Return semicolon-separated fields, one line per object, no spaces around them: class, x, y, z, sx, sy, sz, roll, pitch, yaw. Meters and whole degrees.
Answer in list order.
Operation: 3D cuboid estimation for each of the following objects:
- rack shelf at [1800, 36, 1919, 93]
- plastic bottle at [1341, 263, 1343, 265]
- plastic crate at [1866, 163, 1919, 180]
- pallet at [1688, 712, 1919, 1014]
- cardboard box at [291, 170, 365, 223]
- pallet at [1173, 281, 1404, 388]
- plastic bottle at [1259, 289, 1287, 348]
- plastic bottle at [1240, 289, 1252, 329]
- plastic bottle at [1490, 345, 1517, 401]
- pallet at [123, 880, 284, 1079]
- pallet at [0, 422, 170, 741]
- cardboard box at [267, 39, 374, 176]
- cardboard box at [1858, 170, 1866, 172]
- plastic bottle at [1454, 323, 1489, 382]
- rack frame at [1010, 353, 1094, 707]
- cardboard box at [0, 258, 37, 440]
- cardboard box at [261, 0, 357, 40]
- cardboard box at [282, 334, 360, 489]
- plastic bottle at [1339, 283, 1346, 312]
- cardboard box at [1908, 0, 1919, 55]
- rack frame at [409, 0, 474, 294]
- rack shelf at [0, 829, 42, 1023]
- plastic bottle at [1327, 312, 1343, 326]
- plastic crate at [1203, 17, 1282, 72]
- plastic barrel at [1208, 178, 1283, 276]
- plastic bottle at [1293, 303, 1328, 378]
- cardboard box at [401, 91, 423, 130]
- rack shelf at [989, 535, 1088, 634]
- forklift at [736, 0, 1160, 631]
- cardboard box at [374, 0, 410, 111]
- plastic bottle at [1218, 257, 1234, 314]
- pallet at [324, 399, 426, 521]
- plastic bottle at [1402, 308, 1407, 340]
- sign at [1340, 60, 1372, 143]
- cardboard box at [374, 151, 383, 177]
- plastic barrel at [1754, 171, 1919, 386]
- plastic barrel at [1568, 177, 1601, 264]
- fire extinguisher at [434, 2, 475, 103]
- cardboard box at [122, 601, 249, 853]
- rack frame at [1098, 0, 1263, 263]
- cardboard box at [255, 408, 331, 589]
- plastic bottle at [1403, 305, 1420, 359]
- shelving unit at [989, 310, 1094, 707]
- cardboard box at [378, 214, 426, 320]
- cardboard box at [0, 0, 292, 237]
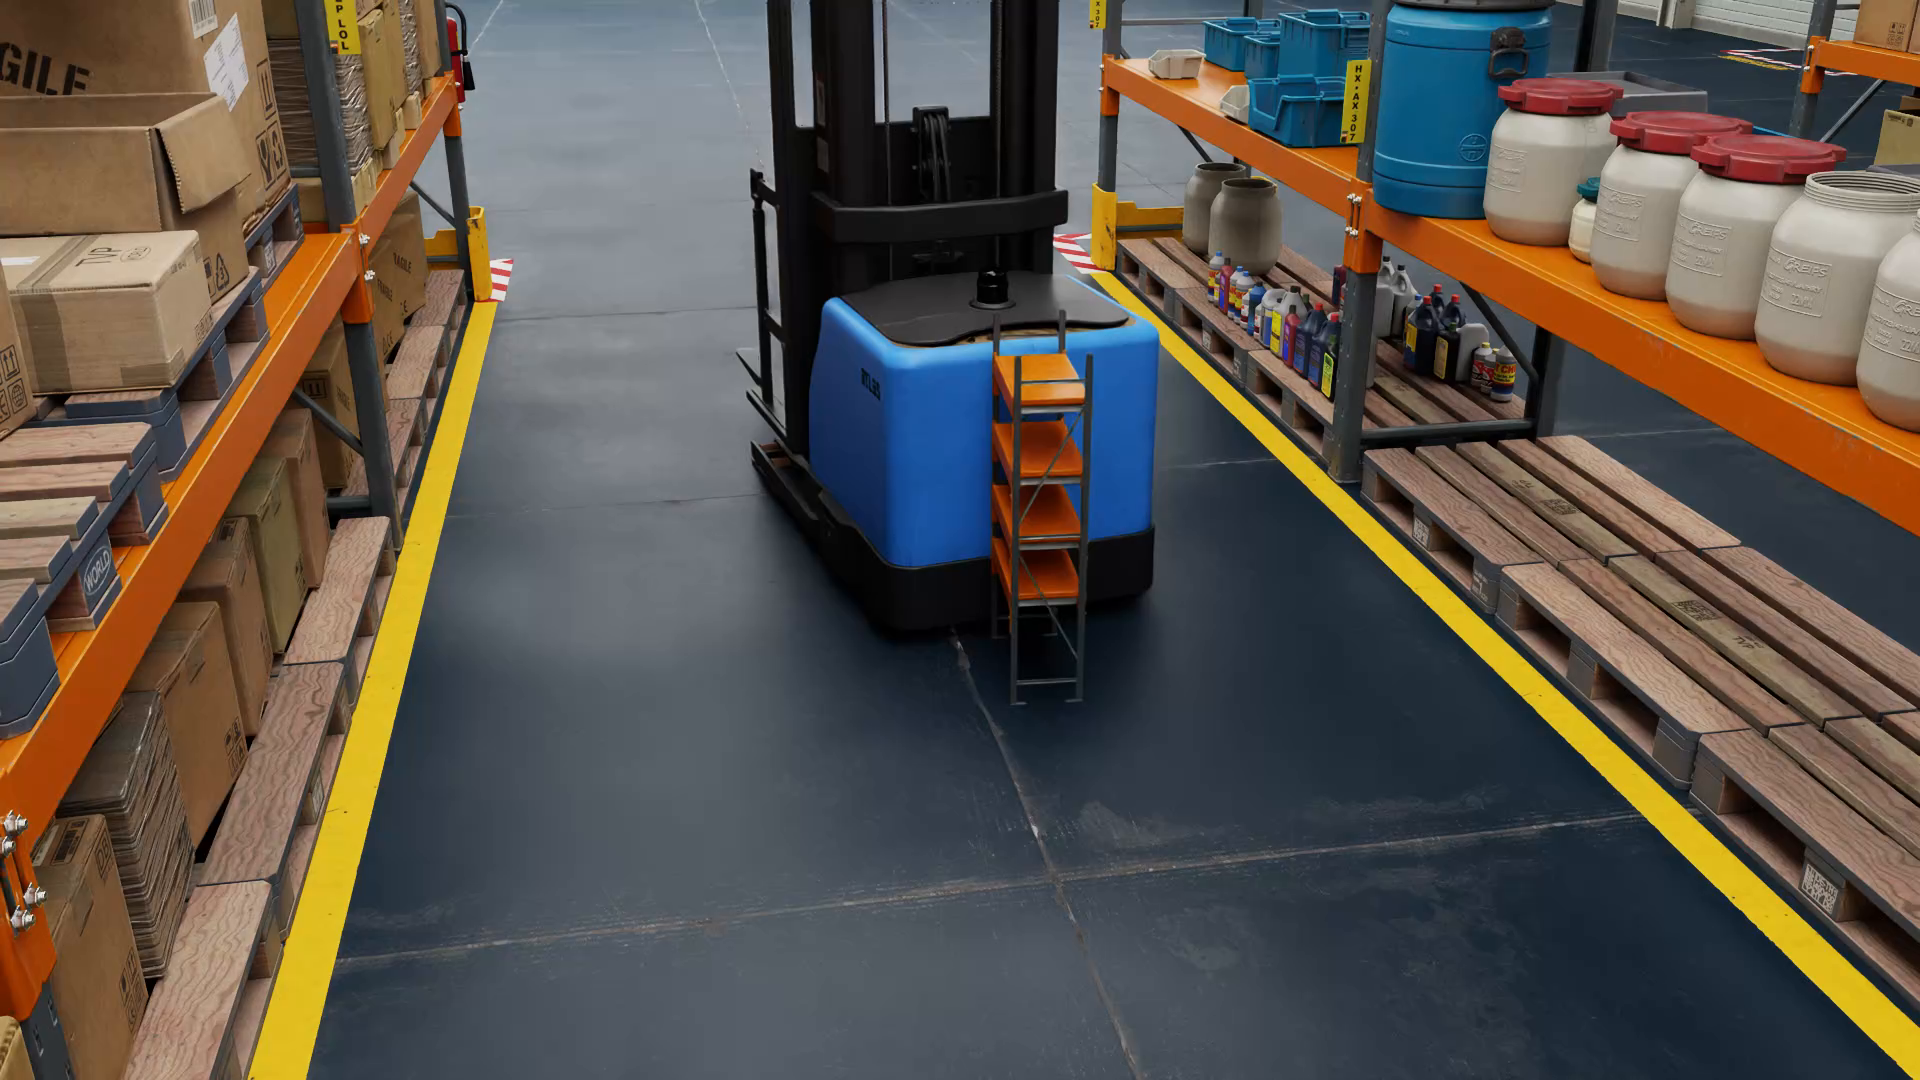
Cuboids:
rack shelf;6.636;-2.496;9.616;1.077;0.370;4.000;-4;24;-10
plastic bottle;2.168;-1.477;9.330;0.097;0.201;0.097;0;24;0
plastic crate;2.879;-0.788;4.727;0.402;0.464;0.583;-4;24;-10
pallet;2.772;0.870;4.495;1.003;0.211;1.213;-4;24;-10
cardboard box;-2.475;-1.299;6.291;0.380;0.149;0.250;-4;24;-10
pallet;1.825;-1.144;9.106;1.003;0.211;1.213;-4;24;-10
plastic bottle;1.613;-1.126;8.434;0.152;0.276;0.135;-4;24;-9
plastic bottle;1.527;-1.217;8.736;0.097;0.201;0.097;0;24;0
plastic bottle;2.509;-0.783;7.654;0.097;0.271;0.097;0;24;0
pallet;-2.134;1.236;3.655;1.003;0.211;1.213;-4;24;-10
pallet;-2.227;0.081;3.055;1.213;0.211;1.003;-4;24;-10
cardboard box;-2.753;-1.671;6.332;0.875;0.500;0.500;-4;24;-10
cardboard box;6.146;-2.317;11.219;0.500;0.250;0.500;-4;24;-10
plastic bottle;2.422;-0.910;7.940;0.152;0.276;0.135;-3;24;-8
rack frame;0.285;-0.008;5.270;0.240;1.200;0.015;-3;24;-6
cardboard box;-2.332;-0.394;3.255;0.700;0.500;0.500;-1;24;-2
cardboard box;-2.564;-2.144;6.164;0.500;0.500;0.500;-4;24;-10
cardboard box;-2.765;-0.515;6.779;0.500;0.500;0.500;-5;24;-11
plastic bottle;2.094;-1.304;8.935;0.097;0.201;0.097;0;24;0
cardboard box;6.442;-3.267;10.359;0.700;0.500;0.500;-4;24;-8
rack frame;-3.470;-2.881;9.598;1.000;3.000;0.127;-4;24;-10
rack shelf;-1.621;1.382;0.736;1.077;0.370;4.000;-4;24;-10
plastic bottle;1.840;-0.956;8.044;0.152;0.276;0.135;-4;24;-10
plastic crate;1.784;-3.004;10.067;0.499;0.251;0.616;-4;24;-10
plastic barrel;1.687;-1.849;9.820;0.421;0.512;0.421;0;24;0
plastic bottle;1.699;-0.969;7.981;0.144;0.351;0.185;-6;24;-12
cardboard box;-2.834;-2.087;8.094;0.380;0.149;0.250;-4;24;-10
rack shelf;0.257;0.138;5.598;0.258;0.148;0.480;-3;24;-6
forklift;-0.279;-1.587;6.721;1.130;2.935;3.031;-9;25;-19
cardboard box;-3.054;-2.259;7.679;0.875;0.500;0.500;-4;24;-10
plastic bottle;1.450;-1.377;9.000;0.061;0.283;0.133;-4;24;-9
pallet;-2.889;-0.291;7.153;1.003;0.211;1.213;-4;24;-10
plastic bottle;2.331;-1.129;8.533;0.097;0.201;0.097;0;24;0
sign;1.594;-1.764;6.696;0.100;0.325;0.005;-4;24;-10
cardboard box;-2.637;-1.592;6.962;0.380;0.149;0.250;-4;24;-10
plastic barrel;2.399;-0.706;4.480;0.421;0.512;0.421;0;24;0
plastic barrel;2.231;-1.079;5.645;0.301;0.262;0.301;0;24;0
fire extinguisher;-3.039;-2.924;9.795;0.296;0.674;0.183;-4;24;-10
cardboard box;-2.361;0.508;4.412;0.700;0.500;0.500;-2;24;-5
rack frame;1.397;-3.247;10.437;1.000;3.000;0.127;-4;24;-10
cardboard box;-2.638;-0.120;5.851;0.700;0.500;0.500;-6;24;-14
plastic bottle;2.250;-1.022;8.200;0.097;0.271;0.097;0;24;0
shelving unit;0.257;-0.105;5.492;0.258;1.200;0.503;-3;24;-6
cardboard box;-3.227;-1.448;8.917;0.500;0.500;0.500;2;24;4
cardboard box;-2.721;-1.452;5.052;1.000;1.000;1.000;-4;24;-9
